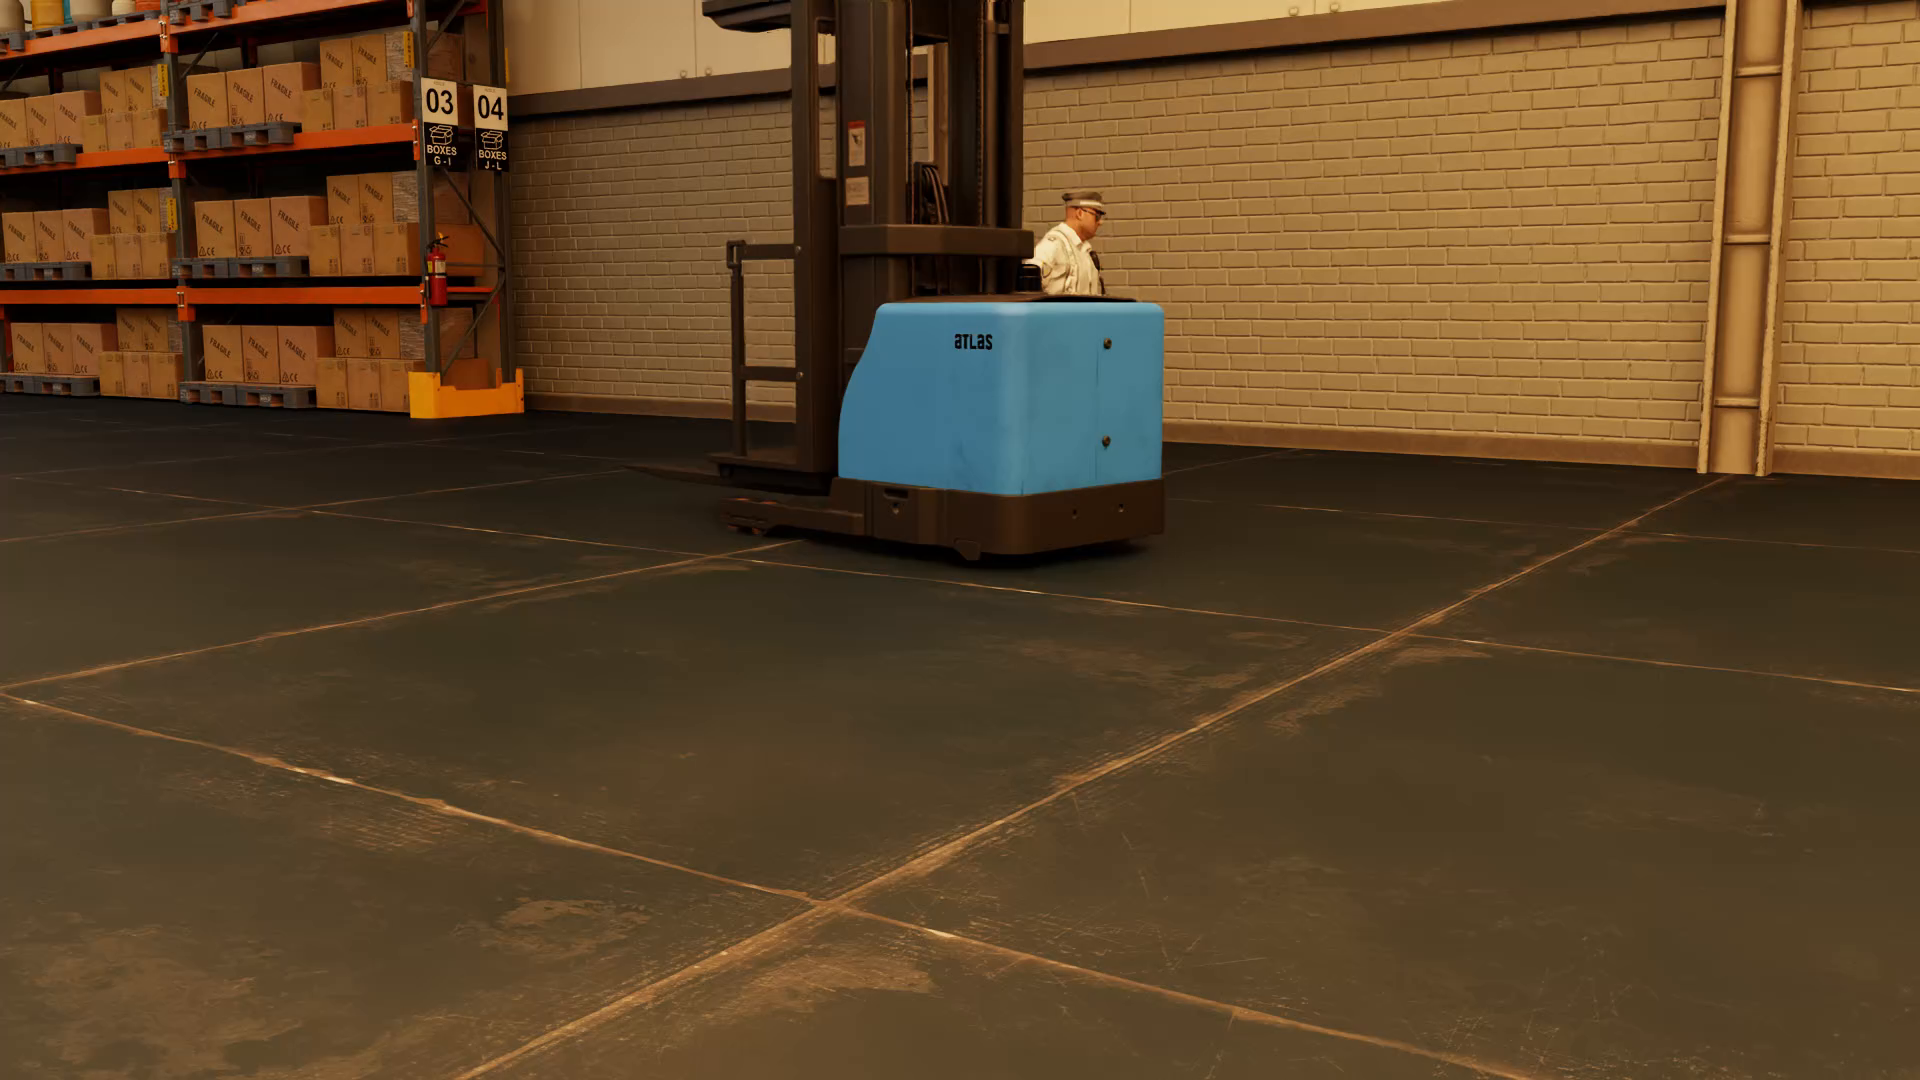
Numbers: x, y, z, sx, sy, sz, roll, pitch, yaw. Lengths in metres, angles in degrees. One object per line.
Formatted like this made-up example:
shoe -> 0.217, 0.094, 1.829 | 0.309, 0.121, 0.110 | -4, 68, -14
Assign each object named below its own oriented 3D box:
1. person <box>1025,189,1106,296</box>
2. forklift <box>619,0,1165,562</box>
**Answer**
person -> 0.614, -1.138, 9.565 | 0.422, 1.715, 0.871 | 4, 9, 28
forklift -> -0.501, -1.515, 7.846 | 3.031, 2.935, 1.130 | 8, 11, 44
